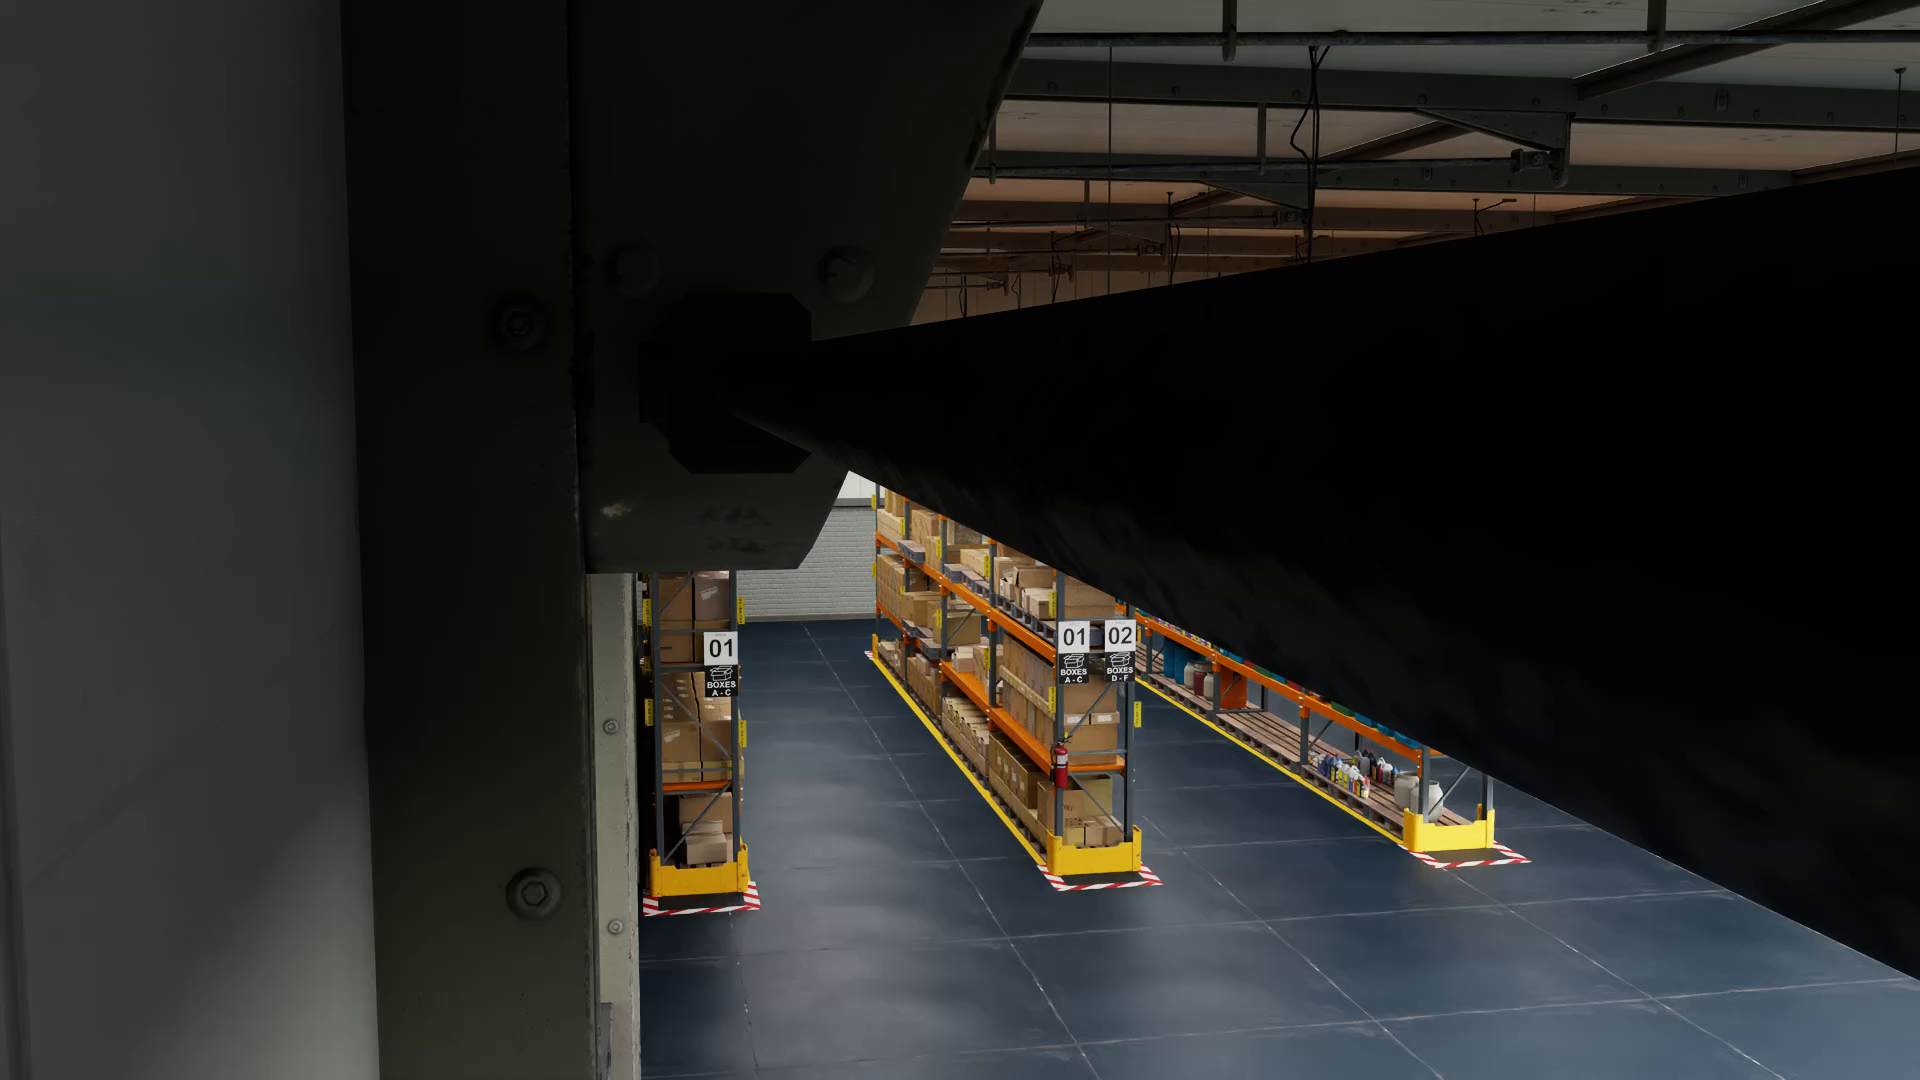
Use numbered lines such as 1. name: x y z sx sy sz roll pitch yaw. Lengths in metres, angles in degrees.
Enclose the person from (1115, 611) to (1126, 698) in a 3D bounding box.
1. person: 3.107 2.202 32.392 0.627 1.698 0.761 -2 6 -16
